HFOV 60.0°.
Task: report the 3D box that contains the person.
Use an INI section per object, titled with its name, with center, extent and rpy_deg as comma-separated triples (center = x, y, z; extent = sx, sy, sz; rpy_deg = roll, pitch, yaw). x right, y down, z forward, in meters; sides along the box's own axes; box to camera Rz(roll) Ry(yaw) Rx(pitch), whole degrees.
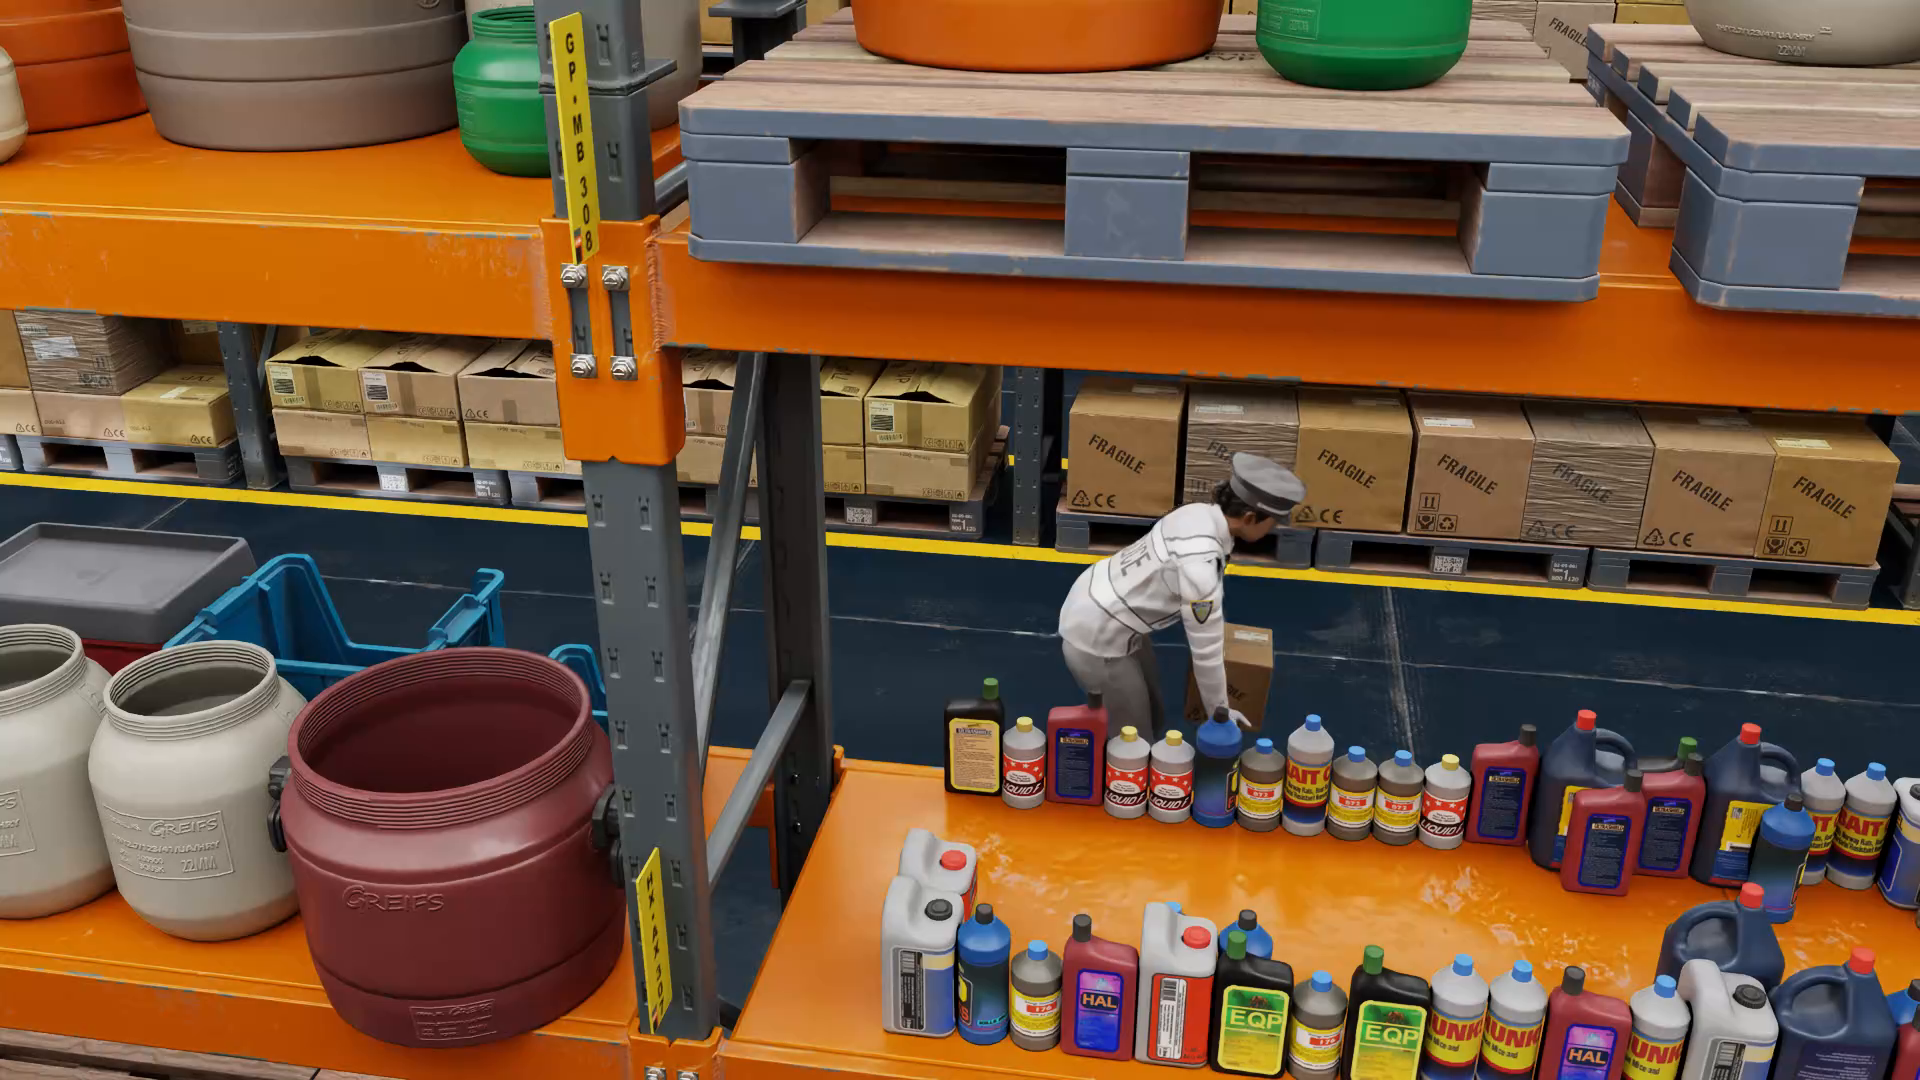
[person]
center = 0.699, 0.413, 5.458
extent = 0.756, 1.474, 0.415
rpy_deg = 3, 25, 7
